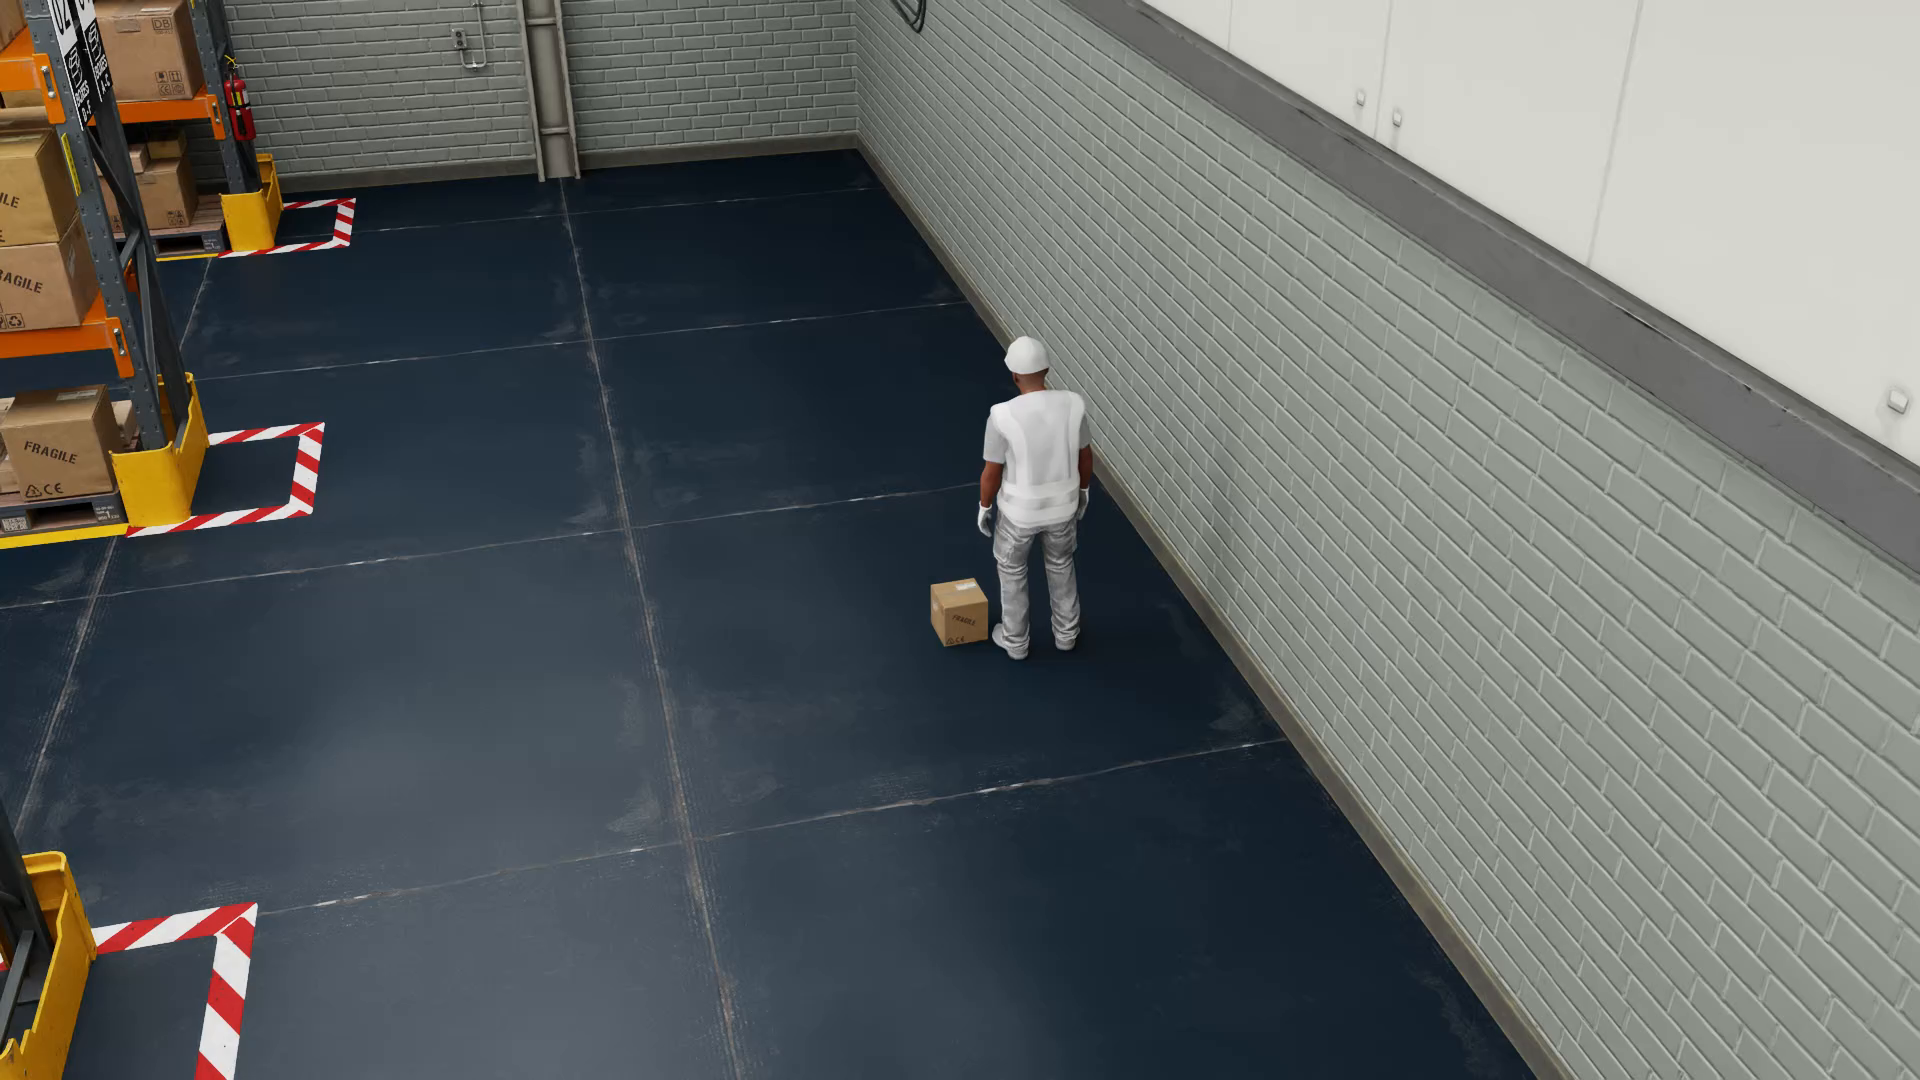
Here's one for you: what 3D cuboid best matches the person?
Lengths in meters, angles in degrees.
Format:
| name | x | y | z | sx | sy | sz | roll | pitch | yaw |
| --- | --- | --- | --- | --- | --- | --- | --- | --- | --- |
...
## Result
| name | x | y | z | sx | sy | sz | roll | pitch | yaw |
| --- | --- | --- | --- | --- | --- | --- | --- | --- | --- |
| person | 0.384 | -0.198 | 8.575 | 0.620 | 1.773 | 0.449 | -10 | 31 | -16 |
